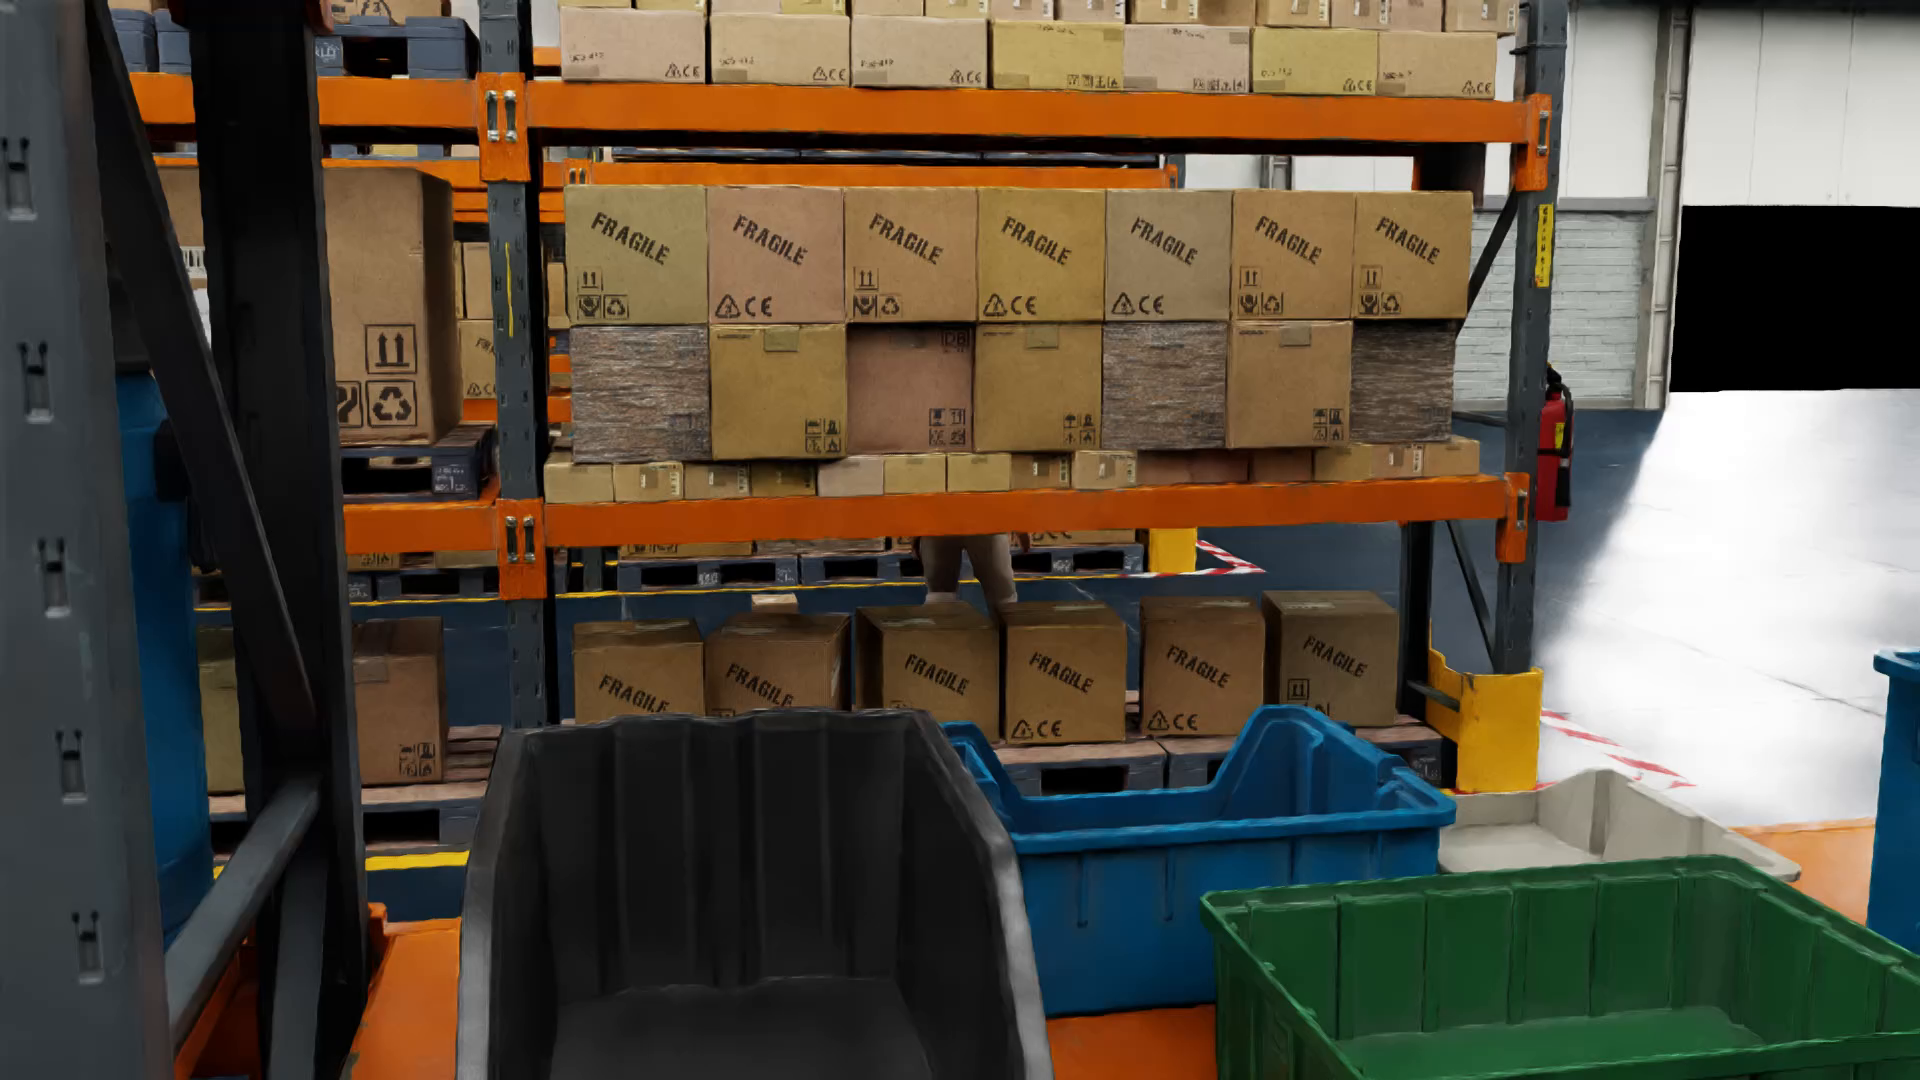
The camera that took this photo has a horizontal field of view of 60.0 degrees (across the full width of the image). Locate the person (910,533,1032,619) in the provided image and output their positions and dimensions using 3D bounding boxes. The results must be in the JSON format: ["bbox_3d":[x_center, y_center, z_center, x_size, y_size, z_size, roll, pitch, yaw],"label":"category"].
[{"bbox_3d":[0.043,-0.102,8.343,0.643,1.622,0.397,0,10,1],"label":"person"}]
